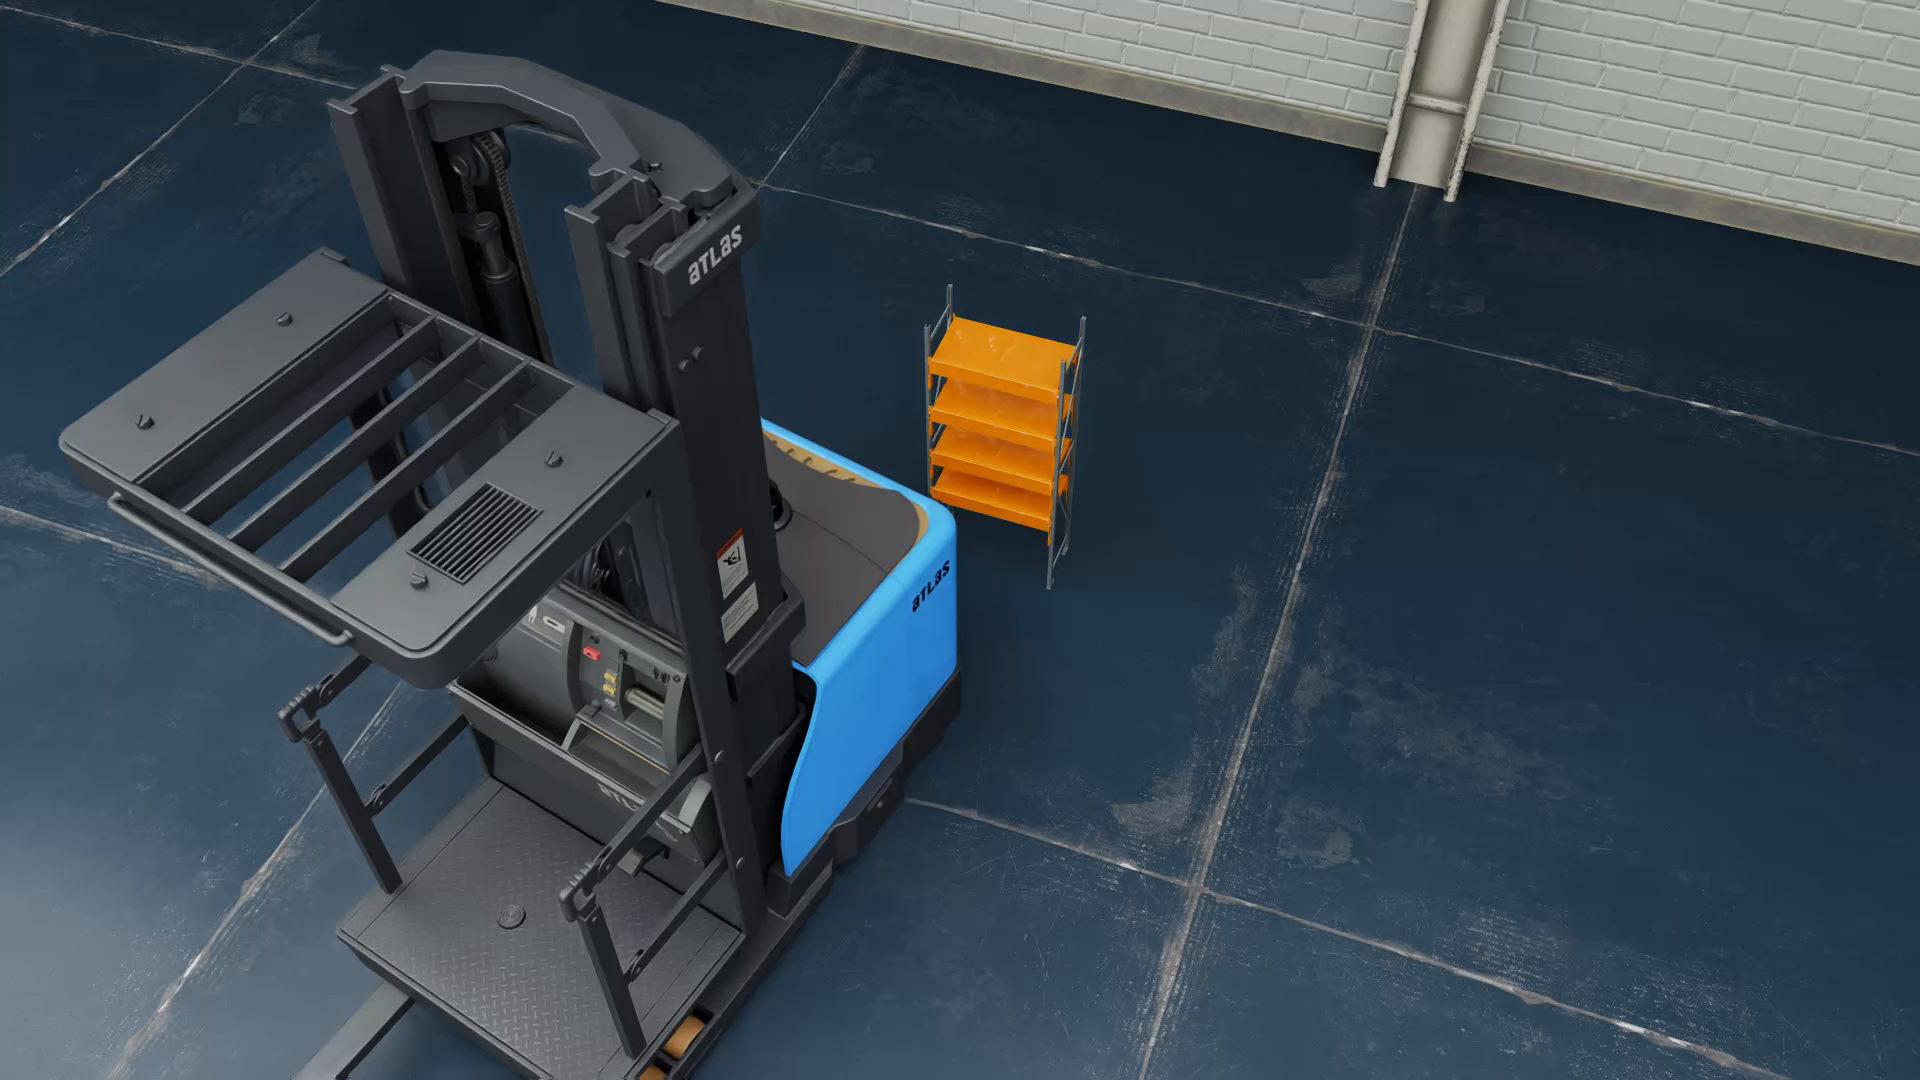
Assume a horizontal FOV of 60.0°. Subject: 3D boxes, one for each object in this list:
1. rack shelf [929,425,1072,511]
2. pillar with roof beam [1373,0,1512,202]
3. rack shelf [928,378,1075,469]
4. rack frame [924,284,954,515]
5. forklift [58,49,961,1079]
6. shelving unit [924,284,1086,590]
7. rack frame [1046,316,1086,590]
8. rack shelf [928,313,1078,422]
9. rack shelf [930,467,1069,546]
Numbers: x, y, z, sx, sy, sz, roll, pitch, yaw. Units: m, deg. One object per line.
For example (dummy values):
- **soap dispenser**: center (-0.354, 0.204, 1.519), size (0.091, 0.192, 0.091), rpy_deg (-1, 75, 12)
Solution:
- **rack shelf**: center (0.155, -0.306, 6.176), size (0.480, 0.148, 0.258), rpy_deg (16, 51, 13)
- **pillar with roof beam**: center (0.765, -1.687, 2.124), size (0.400, 9.000, 9.100), rpy_deg (16, 51, 13)
- **rack shelf**: center (0.155, -0.452, 6.007), size (0.480, 0.148, 0.258), rpy_deg (16, 51, 13)
- **rack frame**: center (-0.074, -0.414, 6.181), size (0.015, 1.200, 0.240), rpy_deg (16, 51, 13)
- **forklift**: center (-1.217, 0.392, 4.337), size (1.130, 2.935, 3.031), rpy_deg (26, 54, 21)
- **shelving unit**: center (0.155, -0.350, 6.126), size (0.503, 1.200, 0.258), rpy_deg (16, 51, 13)
- **rack frame**: center (0.384, -0.286, 6.070), size (0.015, 1.200, 0.240), rpy_deg (16, 51, 13)
- **rack shelf**: center (0.155, -0.607, 5.829), size (0.480, 0.148, 0.258), rpy_deg (16, 51, 13)
- **rack shelf**: center (0.155, -0.176, 6.326), size (0.480, 0.148, 0.258), rpy_deg (16, 51, 13)
